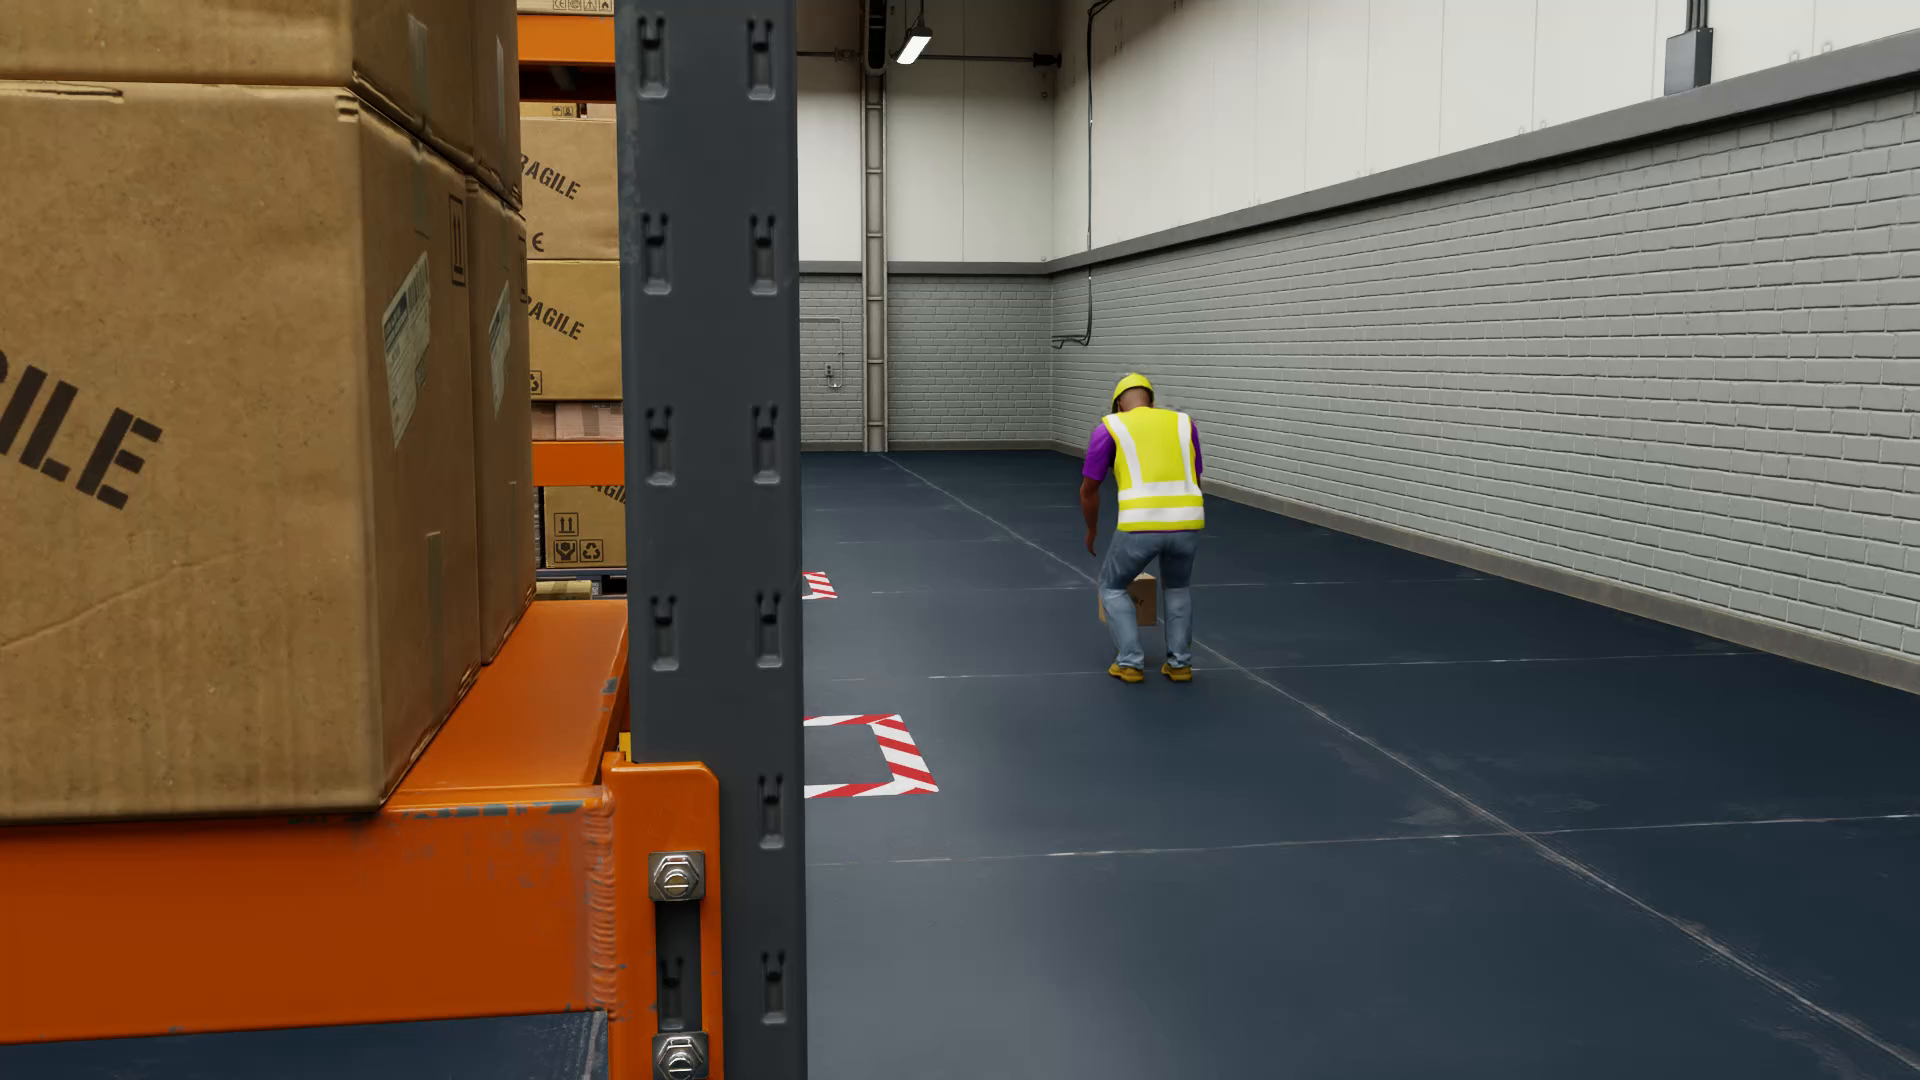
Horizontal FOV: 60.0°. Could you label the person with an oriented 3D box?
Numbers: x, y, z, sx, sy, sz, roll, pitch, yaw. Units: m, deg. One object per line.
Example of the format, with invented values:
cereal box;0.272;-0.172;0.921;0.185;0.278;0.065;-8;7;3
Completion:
person;0.919;-0.068;8.322;0.627;1.517;0.687;-1;7;-8
